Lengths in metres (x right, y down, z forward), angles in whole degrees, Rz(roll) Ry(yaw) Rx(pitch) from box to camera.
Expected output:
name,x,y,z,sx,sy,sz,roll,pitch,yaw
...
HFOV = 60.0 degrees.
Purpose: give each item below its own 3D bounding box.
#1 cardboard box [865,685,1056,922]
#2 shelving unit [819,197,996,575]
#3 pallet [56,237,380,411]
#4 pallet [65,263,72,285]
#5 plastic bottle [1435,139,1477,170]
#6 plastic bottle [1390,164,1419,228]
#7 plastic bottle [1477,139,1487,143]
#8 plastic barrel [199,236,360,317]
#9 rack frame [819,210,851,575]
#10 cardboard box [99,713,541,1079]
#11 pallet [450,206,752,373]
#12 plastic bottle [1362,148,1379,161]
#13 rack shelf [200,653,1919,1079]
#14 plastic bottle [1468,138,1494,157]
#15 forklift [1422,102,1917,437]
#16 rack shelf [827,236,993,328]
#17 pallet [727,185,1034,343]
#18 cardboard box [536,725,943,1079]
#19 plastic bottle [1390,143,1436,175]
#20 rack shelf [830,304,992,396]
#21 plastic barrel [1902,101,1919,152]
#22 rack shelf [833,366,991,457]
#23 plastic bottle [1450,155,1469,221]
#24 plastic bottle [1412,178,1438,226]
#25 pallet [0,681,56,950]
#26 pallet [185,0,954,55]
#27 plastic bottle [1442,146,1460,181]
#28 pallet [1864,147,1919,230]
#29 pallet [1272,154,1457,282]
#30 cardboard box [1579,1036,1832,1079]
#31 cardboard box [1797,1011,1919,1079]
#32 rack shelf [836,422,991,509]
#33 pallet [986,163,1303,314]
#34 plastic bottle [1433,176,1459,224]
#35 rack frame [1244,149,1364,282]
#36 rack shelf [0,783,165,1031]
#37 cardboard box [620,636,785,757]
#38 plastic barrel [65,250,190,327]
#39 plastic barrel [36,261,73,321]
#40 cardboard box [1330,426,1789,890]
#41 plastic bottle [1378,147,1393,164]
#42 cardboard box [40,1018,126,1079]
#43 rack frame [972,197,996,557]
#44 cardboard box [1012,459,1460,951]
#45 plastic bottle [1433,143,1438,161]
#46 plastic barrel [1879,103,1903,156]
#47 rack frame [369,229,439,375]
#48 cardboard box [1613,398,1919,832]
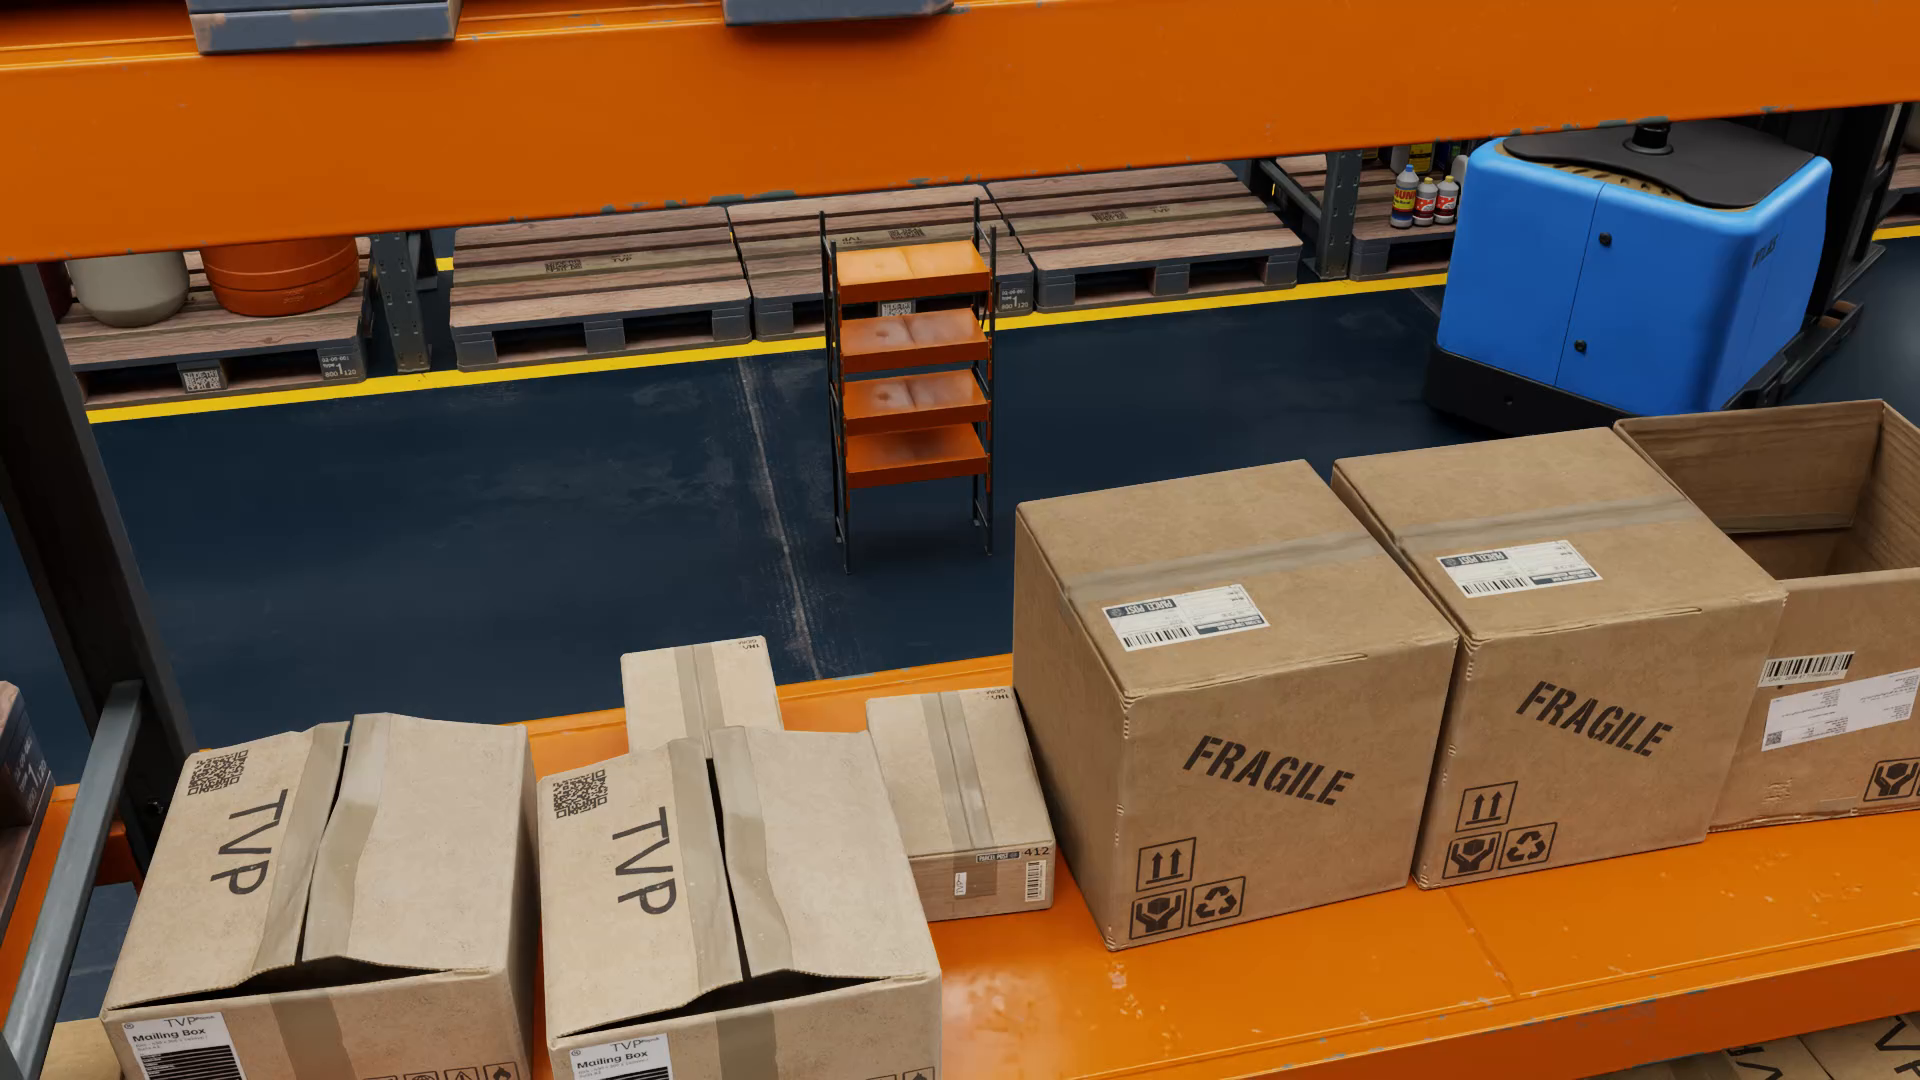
name,x,y,z,sx,sy,sz,roll,pitch,yaw
cardboard box,-0.007,0.416,2.664,0.250,0.149,0.380,-5,34,-7
shelving unit,-0.161,-0.478,5.385,0.503,1.200,0.258,-7,35,-11
pallet,-3.087,-0.916,6.926,1.213,0.211,1.003,-7,35,-11
pallet,-4.275,-0.768,6.705,1.213,0.211,1.003,-7,35,-11
plastic bottle,2.383,-1.919,7.967,0.135,0.276,0.152,-7,35,-11
plastic bottle,1.981,-1.536,7.401,0.097,0.271,0.097,0,34,0
plastic bottle,2.641,-2.067,8.121,0.185,0.351,0.144,-7,35,-11
plastic barrel,-2.801,-1.397,6.711,0.708,0.830,0.600,-7,35,-11
rack frame,-0.399,-0.448,5.341,0.015,1.200,0.240,-7,35,-11
cardboard box,-0.874,0.515,2.371,0.500,0.311,0.500,-5,34,-8
pallet,-1.563,-1.110,7.214,1.213,0.211,1.003,-7,35,-11
plastic bottle,1.970,-1.979,8.049,0.133,0.283,0.061,-6,34,-8
rack shelf,0.712,0.552,2.881,4.000,0.370,1.077,-7,35,-11
plastic bottle,2.421,-1.720,7.604,0.185,0.351,0.144,-7,35,-11
forklift,3.142,-2.141,6.310,1.130,2.935,3.031,26,42,33
rack shelf,-0.161,-0.804,5.166,0.480,0.148,0.258,-7,35,-11
pallet,-0.376,-1.258,7.435,1.213,0.211,1.003,-7,35,-11
cardboard box,-0.323,0.531,2.346,0.500,0.311,0.500,-8,35,-11
plastic bottle,2.170,-1.926,7.910,0.185,0.351,0.144,-7,35,-11
rack shelf,-0.161,-0.608,5.298,0.480,0.148,0.258,-7,35,-11
plastic barrel,4.850,-2.196,8.186,0.421,0.512,0.421,0,34,0
rack shelf,-0.161,-0.422,5.423,0.480,0.148,0.258,-7,35,-11
plastic bottle,2.291,-1.593,7.481,0.135,0.276,0.152,-6,34,-9
plastic bottle,2.081,-1.519,7.439,0.097,0.201,0.097,0,34,0
pallet,-1.884,0.700,2.187,1.003,0.211,1.213,-7,35,-11
pallet,-0.596,-0.800,1.728,1.003,0.211,1.213,-6,34,-8
plastic bottle,2.267,-1.653,7.565,0.133,0.283,0.061,-7,35,-11
pallet,4.618,-1.887,8.373,1.213,0.211,1.003,-7,35,-11
pallet,2.238,-1.587,7.926,1.213,0.211,1.003,-7,35,-11
cardboard box,1.338,1.075,3.044,0.500,0.311,0.500,-7,35,-11
cardboard box,1.825,1.015,3.133,0.500,0.311,0.500,-6,34,-9
rack shelf,-0.161,-0.257,5.533,0.480,0.148,0.258,-7,35,-11
pallet,0.817,-1.410,7.661,1.213,0.211,1.003,-7,35,-11
plastic bottle,2.180,-1.532,7.457,0.097,0.201,0.097,0,34,0
rack frame,1.574,-2.685,7.060,0.127,3.000,1.000,-7,35,-11
rack shelf,-3.189,1.044,2.149,4.000,0.370,1.077,-7,35,-11
cardboard box,-0.422,0.343,2.773,0.250,0.149,0.380,-7,35,-11
plastic barrel,-3.332,-1.148,6.624,0.421,0.512,0.421,0,34,0
plastic barrel,-3.902,-1.158,6.572,0.708,0.588,0.600,-7,35,-11
cardboard box,0.908,0.178,2.704,0.500,0.500,0.500,-7,35,-10
plastic bottle,2.139,-2.004,8.027,0.185,0.351,0.144,-8,35,-12
cardboard box,-1.745,1.255,3.037,0.500,0.500,0.500,-6,34,-9
rack frame,0.077,-0.508,5.430,0.015,1.200,0.240,-7,35,-11
cardboard box,0.395,0.242,2.607,0.500,0.500,0.500,-9,35,-13
plastic bottle,2.326,-2.027,8.062,0.185,0.351,0.144,-9,35,-13
plastic barrel,4.361,-2.134,8.094,0.421,0.512,0.421,0,34,0
rack frame,-2.327,-2.194,6.327,0.127,3.000,1.000,-7,35,-11
cardboard box,1.397,0.116,2.795,0.500,0.500,0.500,-5,34,-7
